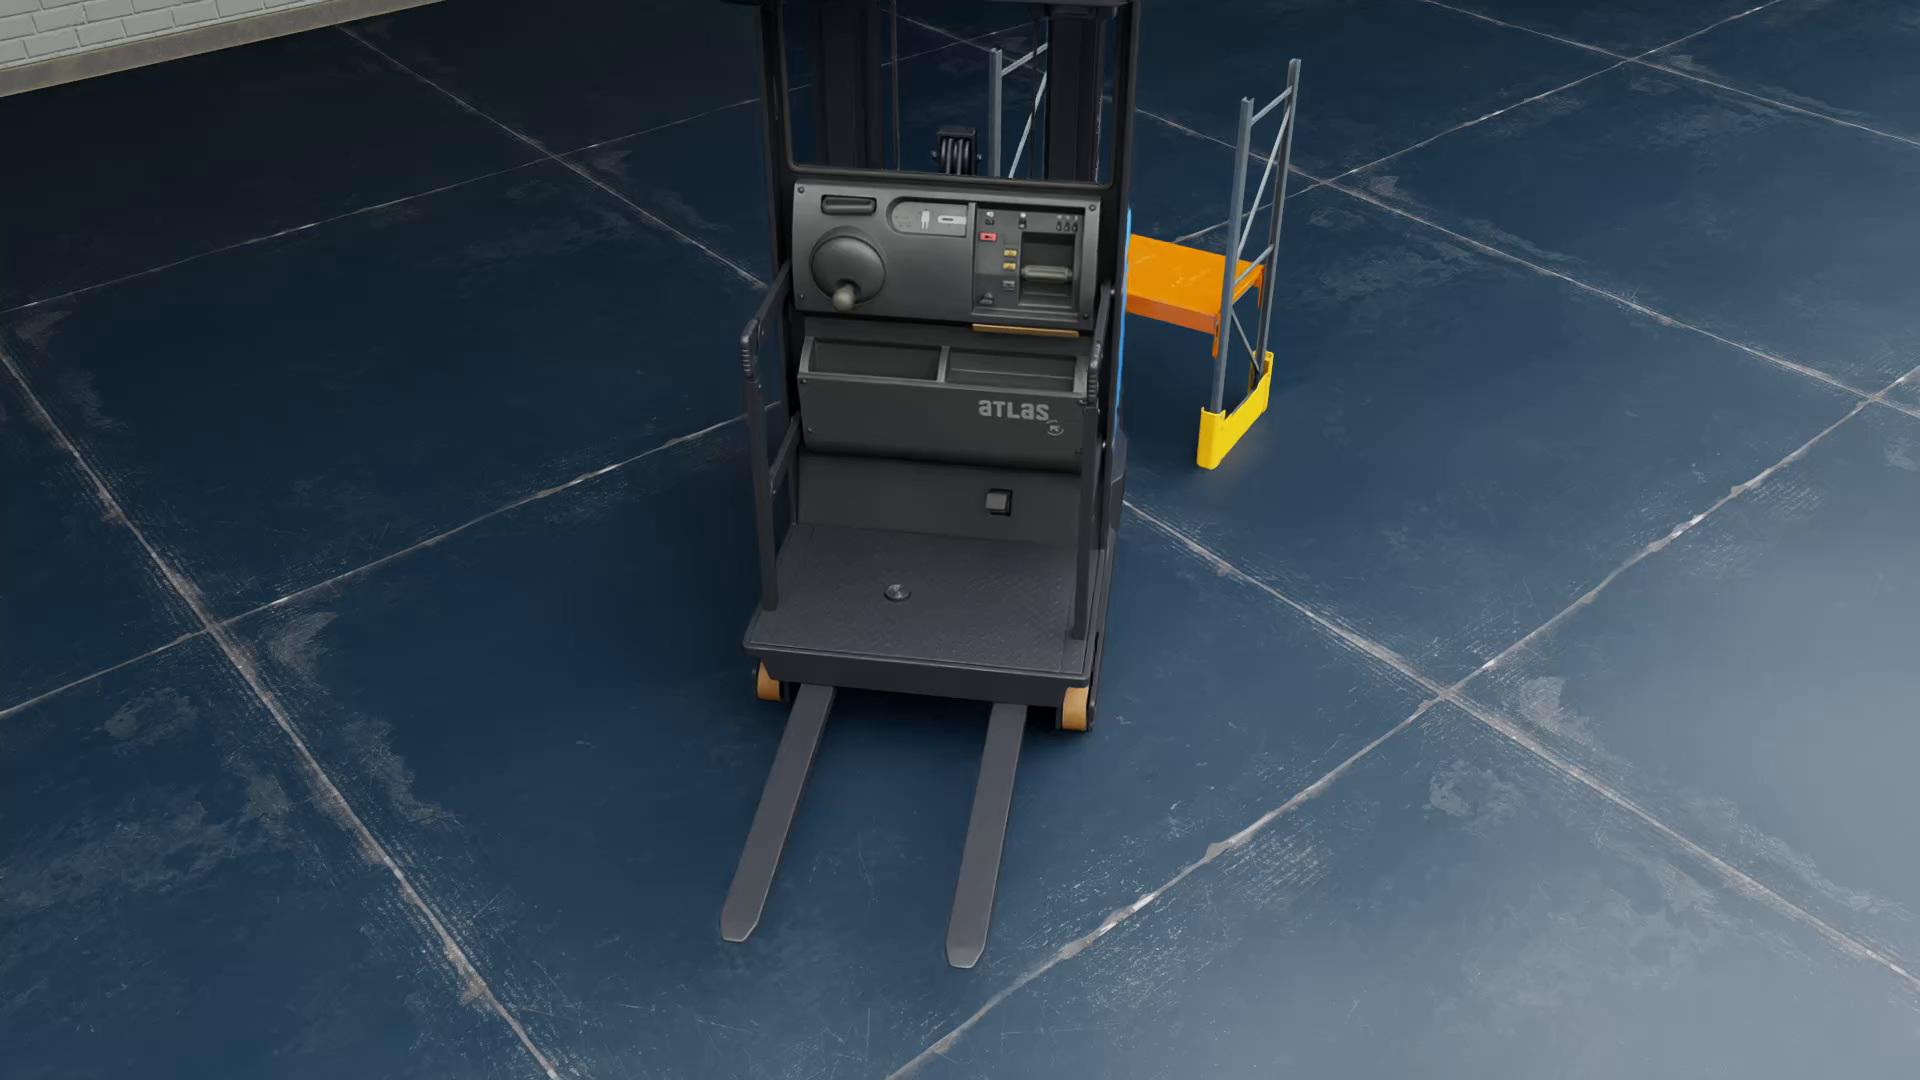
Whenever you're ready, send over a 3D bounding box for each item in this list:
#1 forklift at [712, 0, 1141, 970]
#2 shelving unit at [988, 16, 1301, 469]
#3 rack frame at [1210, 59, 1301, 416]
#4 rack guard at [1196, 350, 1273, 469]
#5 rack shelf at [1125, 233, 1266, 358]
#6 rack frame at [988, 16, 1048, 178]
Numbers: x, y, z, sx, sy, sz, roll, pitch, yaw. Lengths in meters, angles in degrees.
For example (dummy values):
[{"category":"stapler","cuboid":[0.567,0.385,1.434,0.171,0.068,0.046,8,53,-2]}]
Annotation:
[{"category":"forklift","cuboid":[-0.077,-0.799,4.843,1.130,2.935,3.031,5,36,7]},{"category":"shelving unit","cuboid":[0.697,-1.197,6.642,1.083,1.500,0.587,19,39,25]},{"category":"rack frame","cuboid":[1.127,-1.050,6.435,0.032,1.500,0.500,19,39,25]},{"category":"rack guard","cuboid":[1.125,-0.540,6.797,0.087,0.250,0.587,19,39,25]},{"category":"rack shelf","cuboid":[0.689,-1.053,6.750,1.000,0.185,0.538,19,39,25]},{"category":"rack frame","cuboid":[0.252,-1.349,6.857,0.032,1.500,0.500,19,39,25]}]
